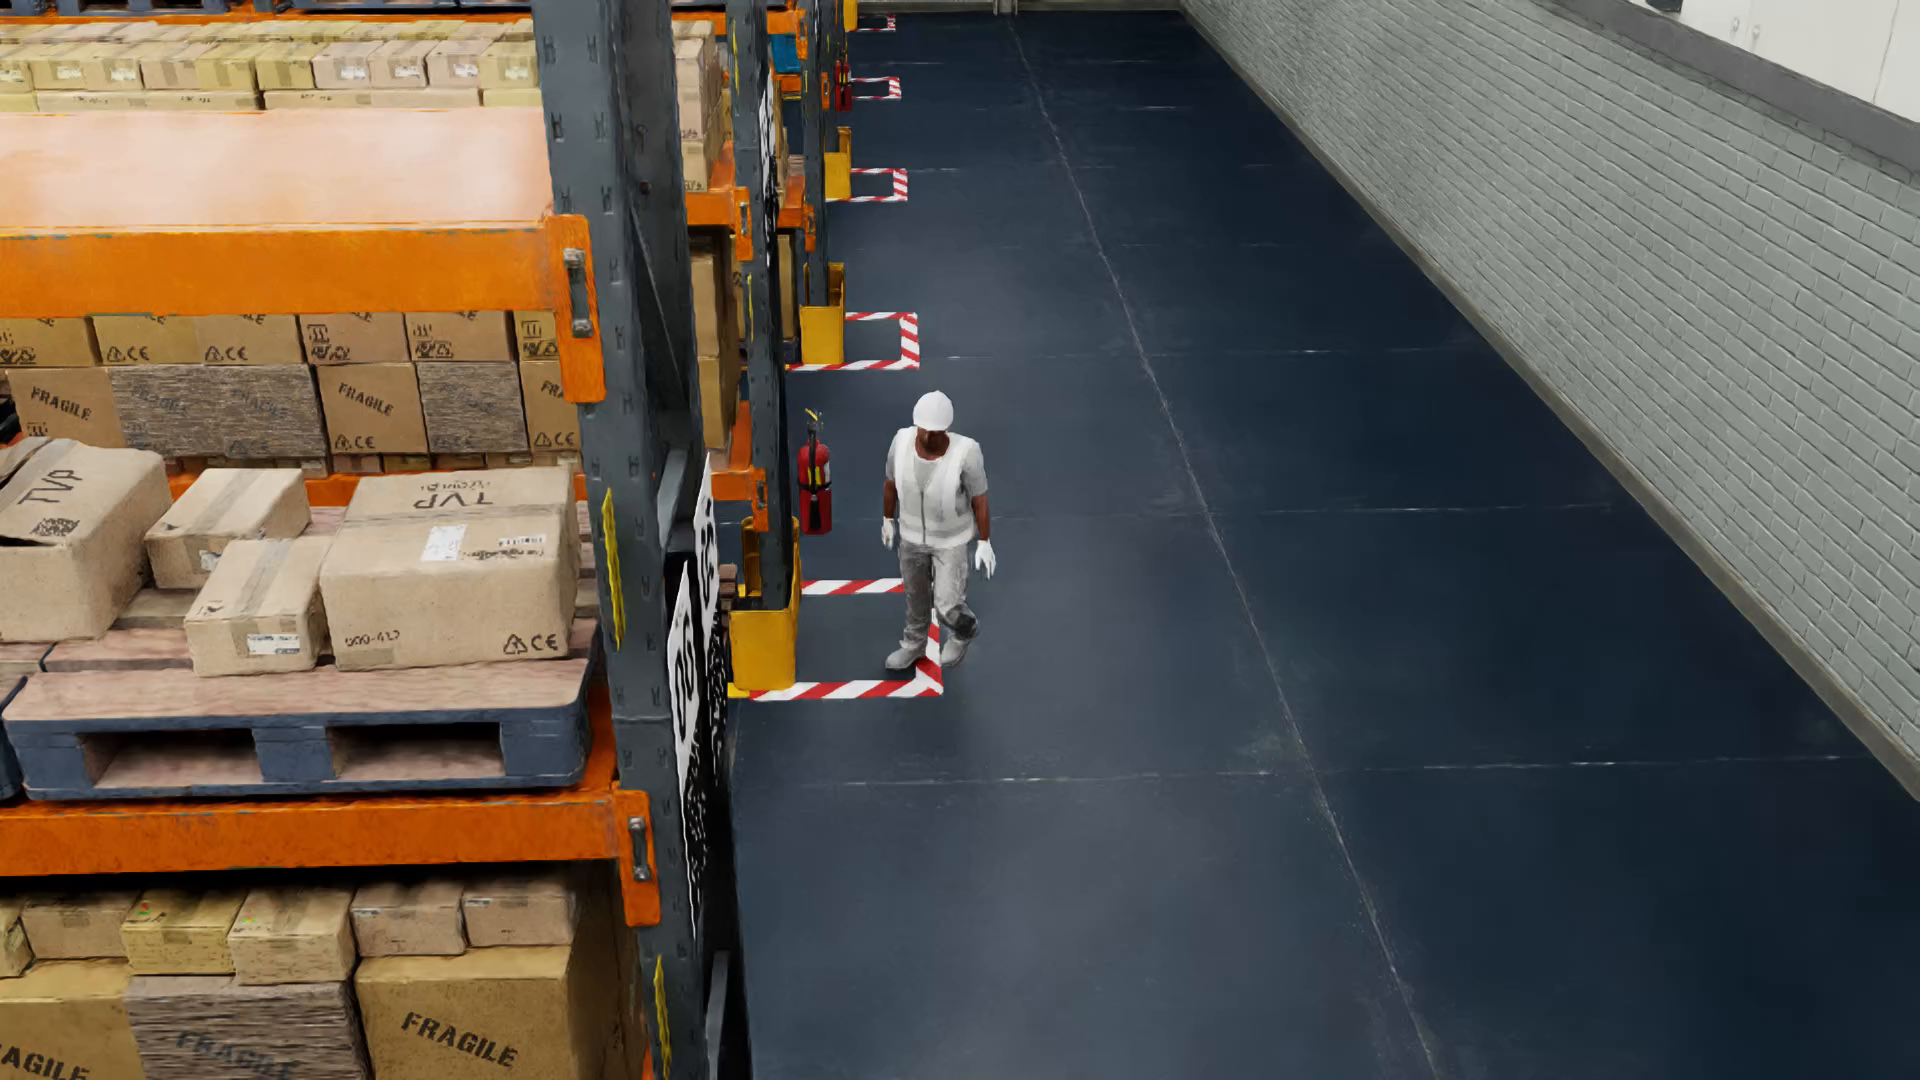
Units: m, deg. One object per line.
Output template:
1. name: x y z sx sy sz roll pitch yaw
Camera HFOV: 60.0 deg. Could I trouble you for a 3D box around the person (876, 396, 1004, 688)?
1. person: -0.115 0.008 8.915 0.727 1.753 0.563 7 28 14
